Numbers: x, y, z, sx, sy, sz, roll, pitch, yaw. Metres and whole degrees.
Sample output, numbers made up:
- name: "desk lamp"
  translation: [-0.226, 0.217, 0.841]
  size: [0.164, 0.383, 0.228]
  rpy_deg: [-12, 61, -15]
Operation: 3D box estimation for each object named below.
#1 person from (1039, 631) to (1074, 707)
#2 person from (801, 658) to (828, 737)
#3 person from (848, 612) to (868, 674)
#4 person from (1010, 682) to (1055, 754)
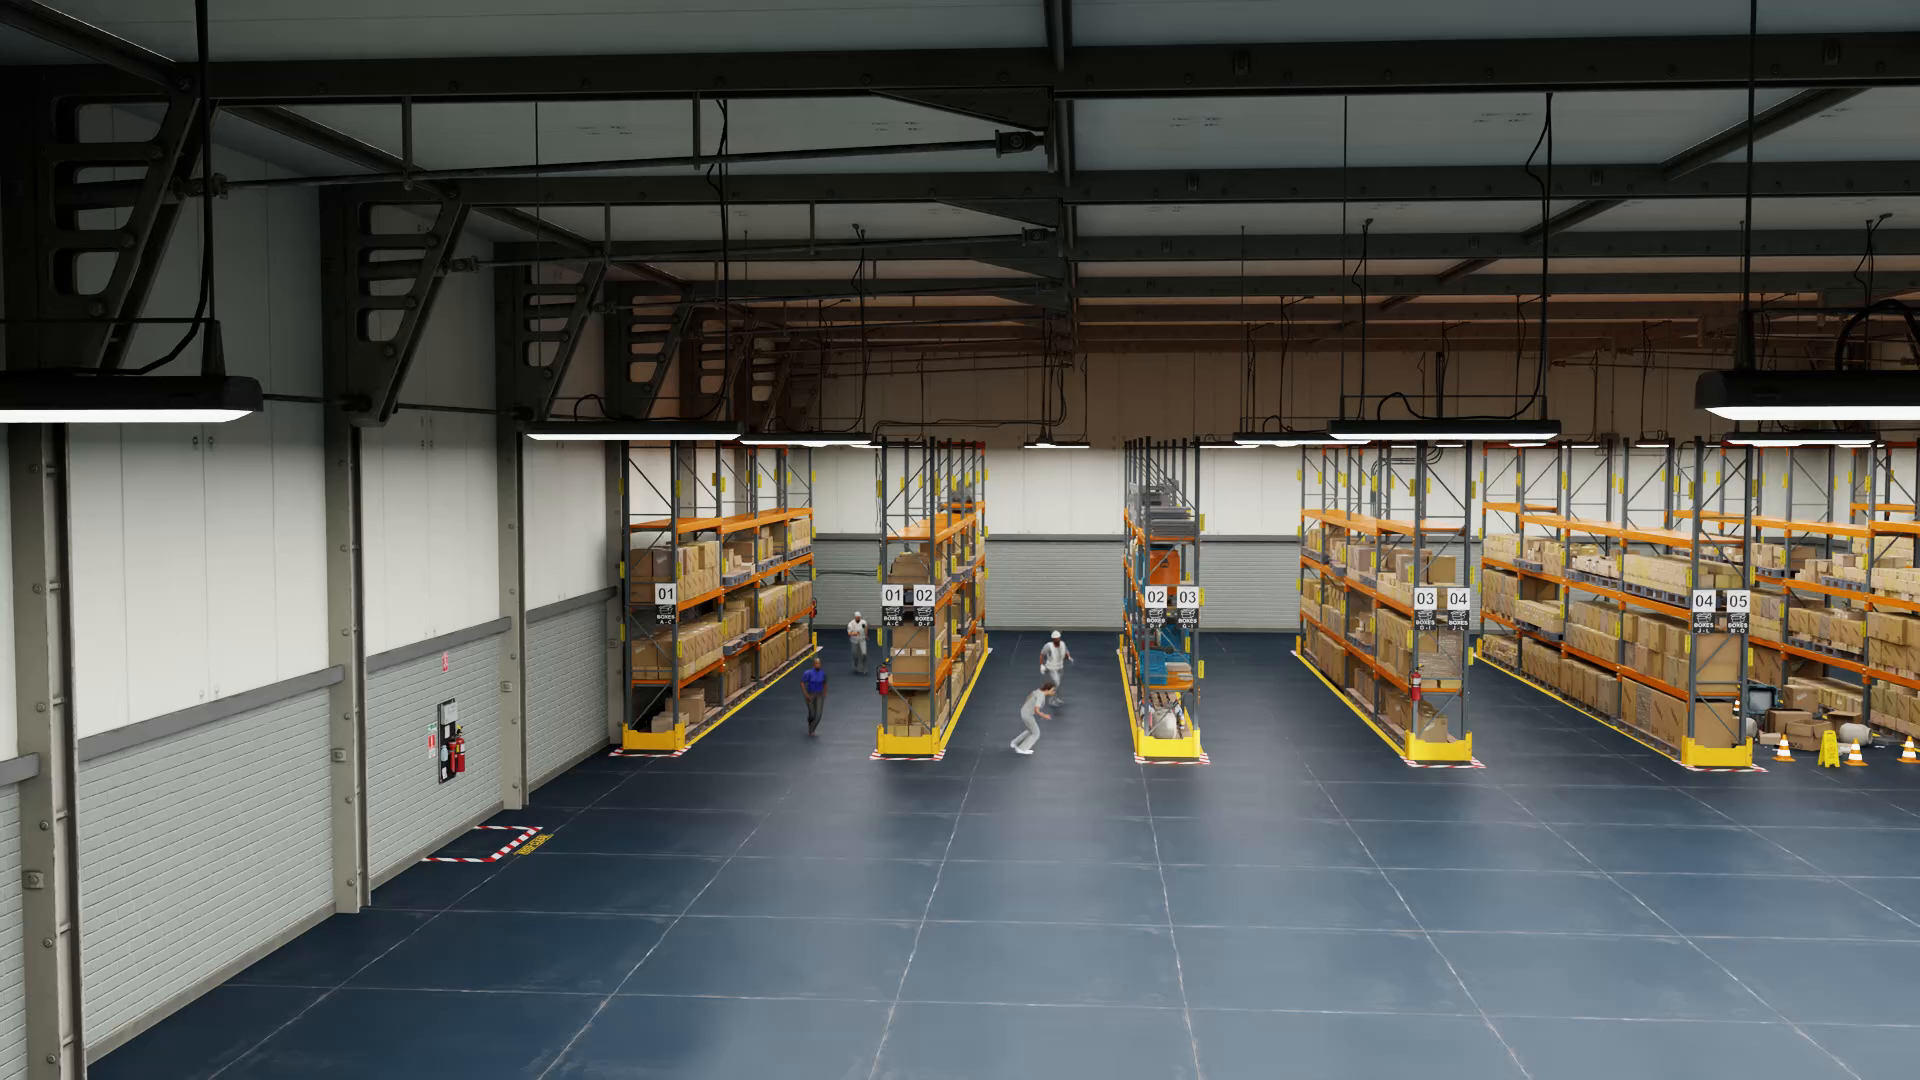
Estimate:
- name: "person"
  translation: [2.183, 2.899, 37.329]
  size: [0.695, 1.740, 0.810]
  rpy_deg: [-3, 4, -41]
- name: "person"
  translation: [-2.939, 3.146, 33.424]
  size: [0.573, 1.596, 0.529]
  rpy_deg: [-1, 3, -23]
- name: "person"
  translation: [-2.626, 2.632, 42.808]
  size: [0.535, 1.616, 0.904]
  rpy_deg: [0, 3, -5]
- name: "person"
  translation: [1.358, 3.349, 31.342]
  size: [0.852, 1.406, 0.594]
  rpy_deg: [0, 3, 4]
